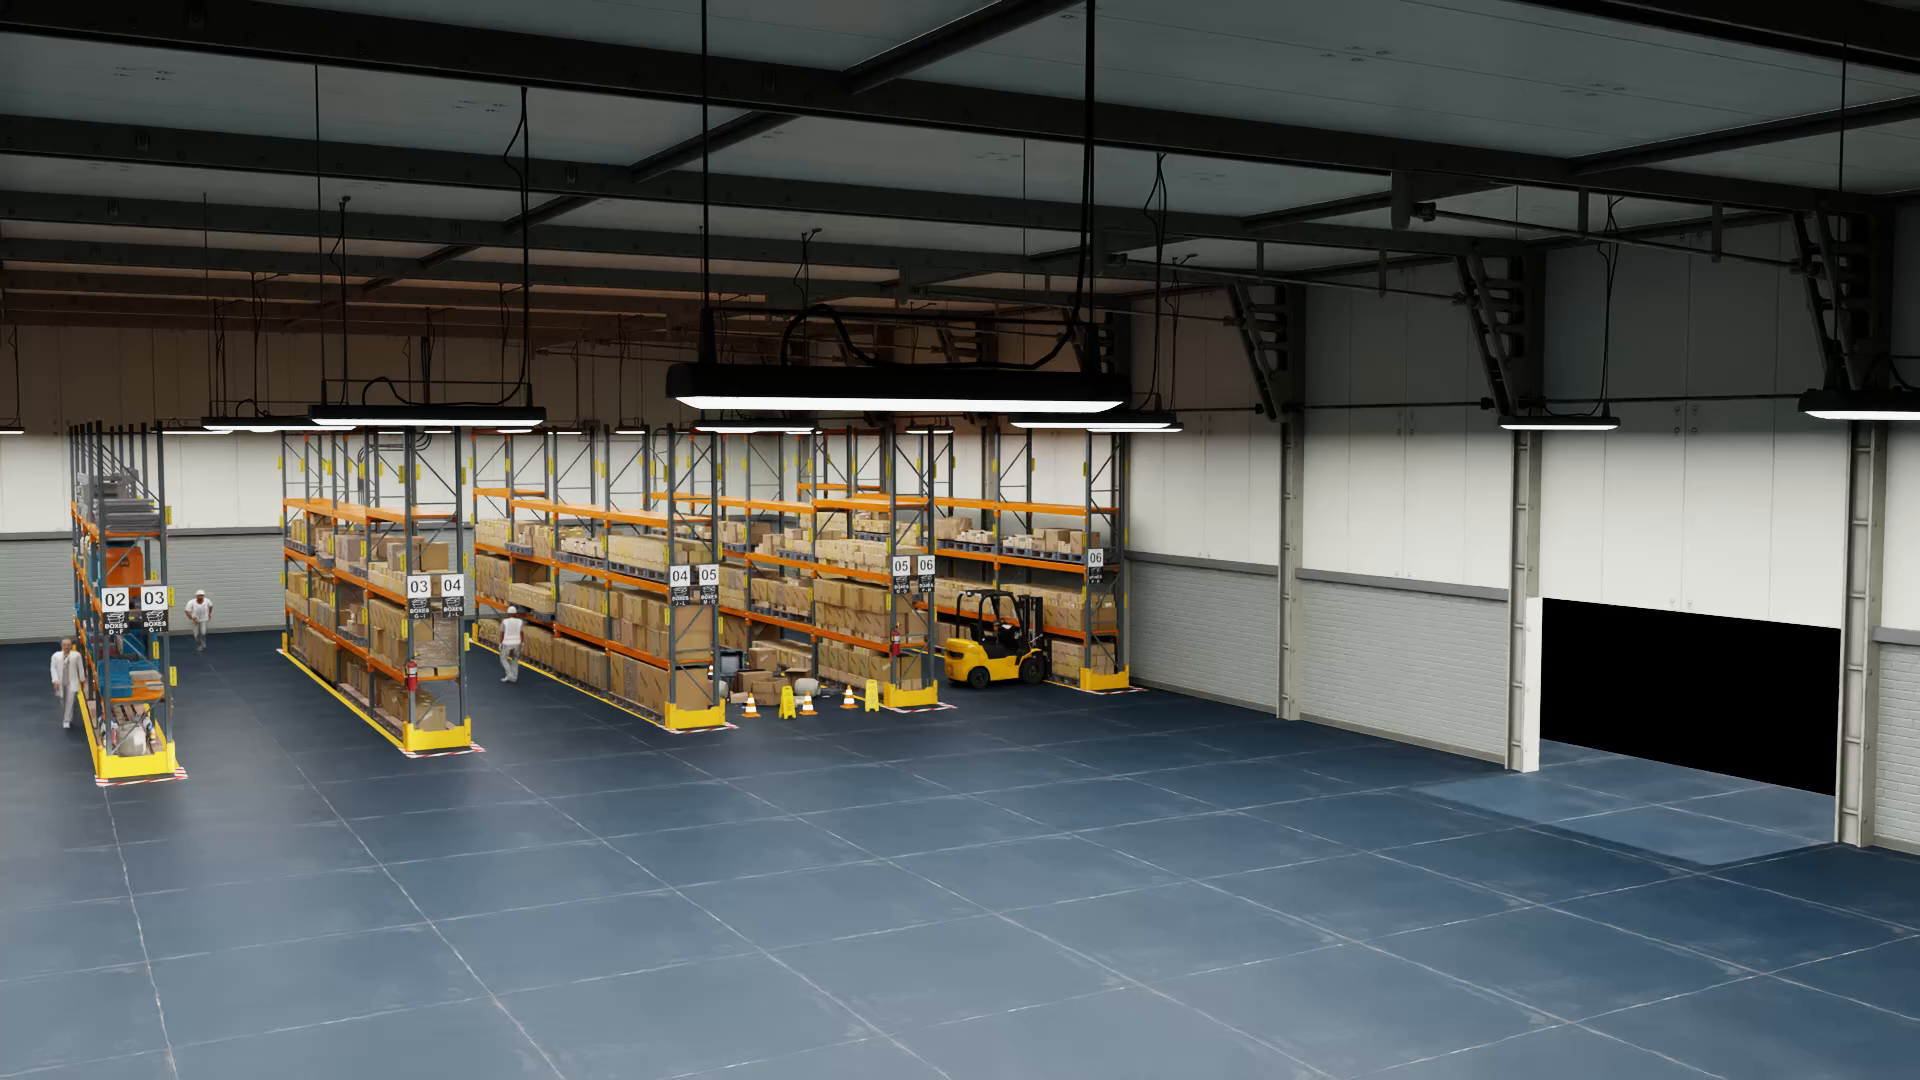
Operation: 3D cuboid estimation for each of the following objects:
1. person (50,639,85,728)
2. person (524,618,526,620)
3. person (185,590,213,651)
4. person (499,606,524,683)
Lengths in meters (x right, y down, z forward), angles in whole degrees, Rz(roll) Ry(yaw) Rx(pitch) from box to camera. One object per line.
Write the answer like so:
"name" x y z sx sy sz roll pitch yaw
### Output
"person" -17.625 2.815 32.814 0.588 1.728 1.066 -1 4 -19
"person" -13.187 1.668 51.252 0.888 1.766 0.548 1 4 9
"person" -20.338 2.147 44.450 0.661 1.663 0.698 -1 4 -22
"person" -10.457 2.441 38.808 0.585 1.783 0.554 -2 4 -31
